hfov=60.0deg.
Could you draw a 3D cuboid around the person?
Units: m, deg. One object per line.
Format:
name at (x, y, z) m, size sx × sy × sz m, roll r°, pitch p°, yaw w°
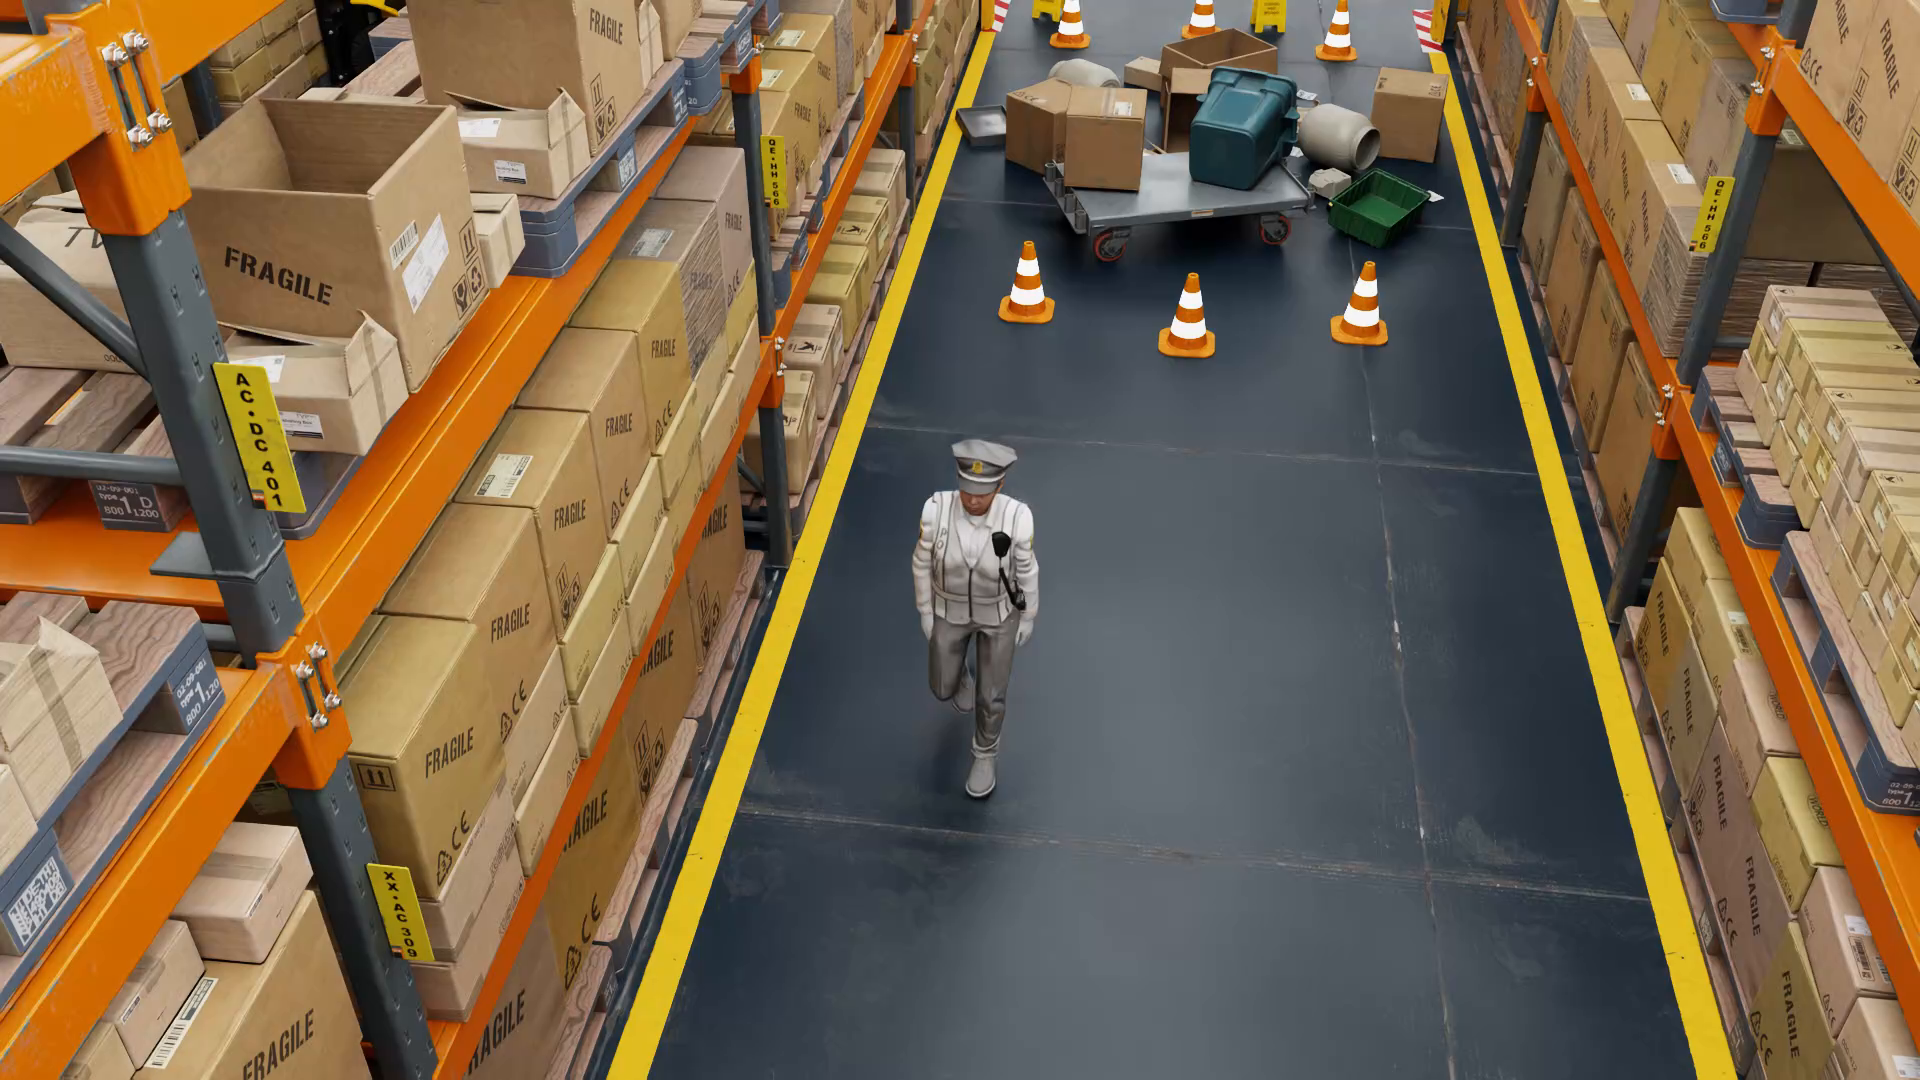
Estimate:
person at (0.071, 0.231, 6.689) m, size 0.501 × 1.669 × 0.604 m, roll 5°, pitch 37°, yaw 6°
